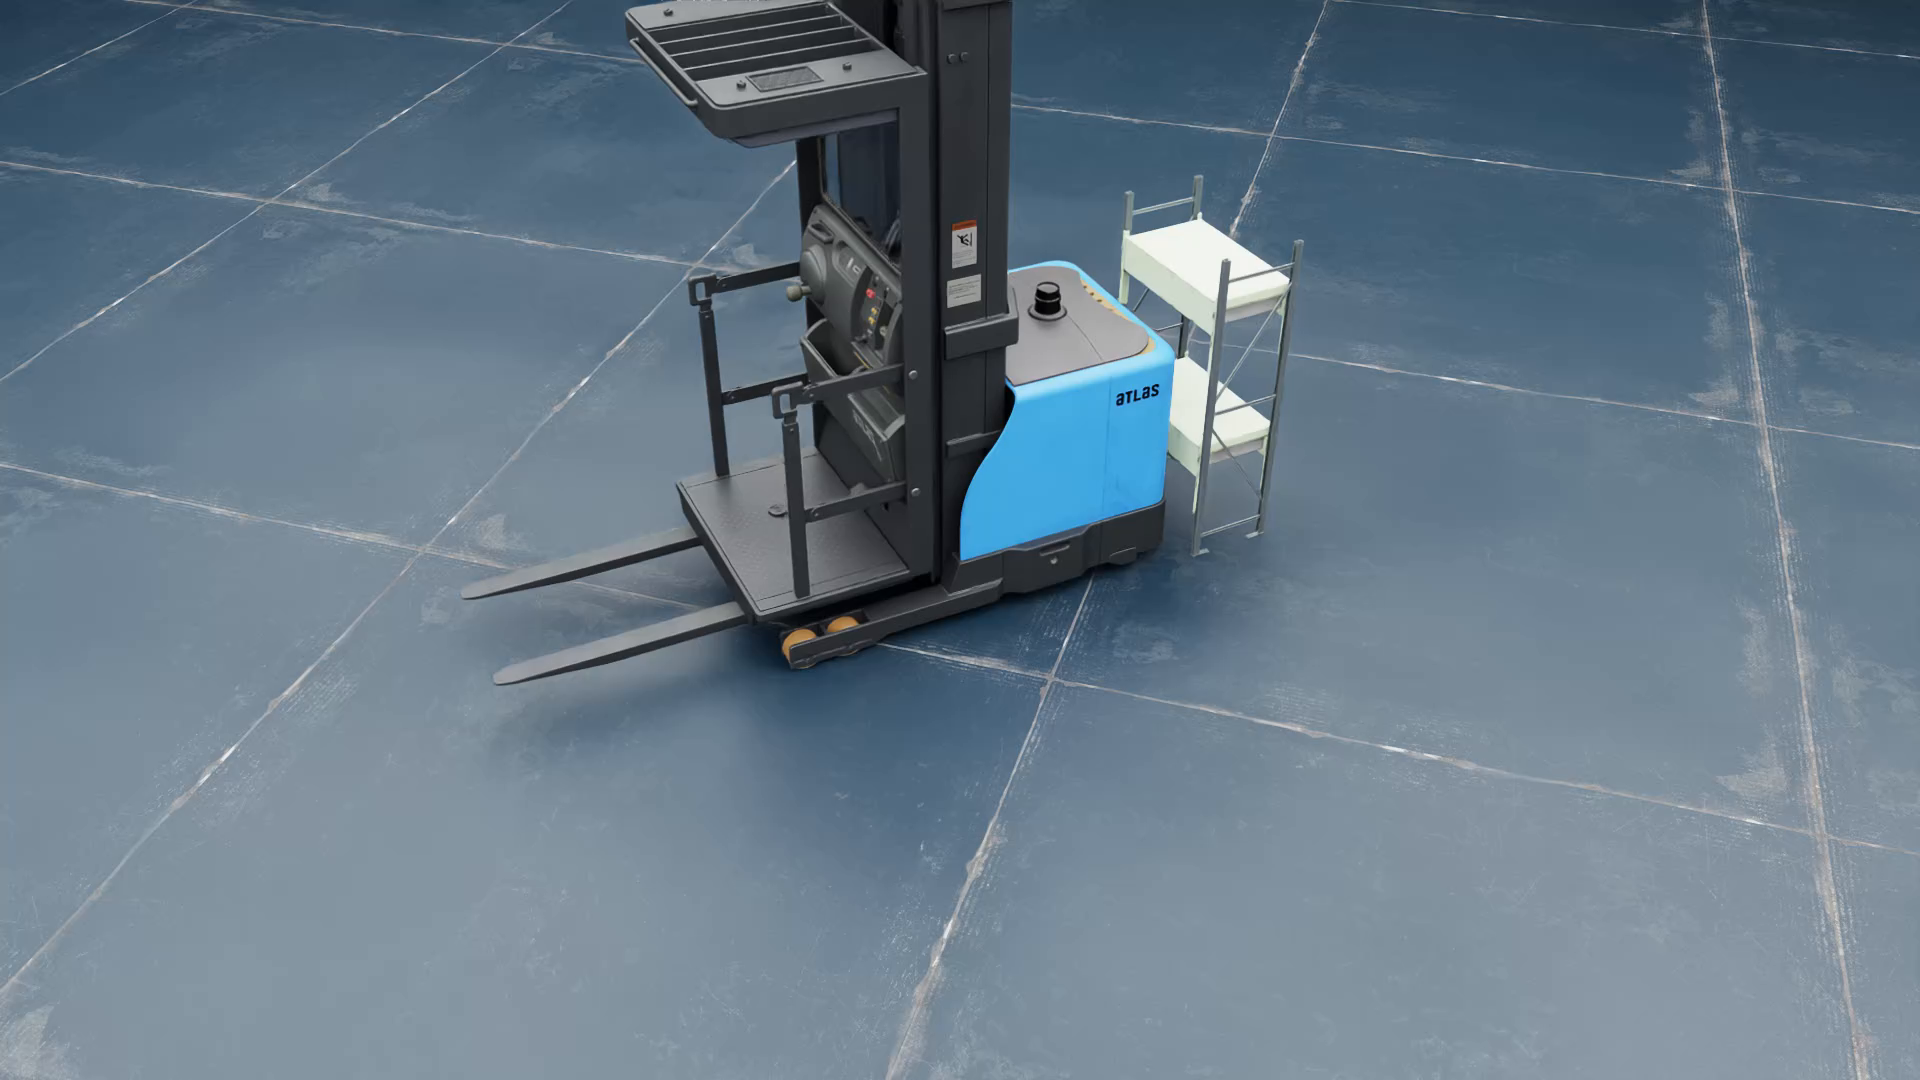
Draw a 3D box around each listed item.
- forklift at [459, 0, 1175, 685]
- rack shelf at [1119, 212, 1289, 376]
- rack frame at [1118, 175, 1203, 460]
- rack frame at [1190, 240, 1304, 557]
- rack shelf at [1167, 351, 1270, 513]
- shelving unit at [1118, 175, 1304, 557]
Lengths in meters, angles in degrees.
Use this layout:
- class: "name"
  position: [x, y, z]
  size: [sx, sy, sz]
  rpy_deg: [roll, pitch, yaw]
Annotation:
- class: "forklift"
  position: [-0.626, -0.996, 6.631]
  size: [3.031, 2.935, 1.130]
  rpy_deg: [-16, 39, -21]
- class: "rack shelf"
  position: [1.074, -1.091, 7.308]
  size: [0.431, 0.370, 0.720]
  rpy_deg: [-17, 40, -22]
- class: "rack frame"
  position: [0.902, -0.969, 7.799]
  size: [0.400, 1.500, 0.023]
  rpy_deg: [-17, 40, -22]
- class: "rack frame"
  position: [1.244, -0.585, 7.278]
  size: [0.400, 1.500, 0.023]
  rpy_deg: [-17, 40, -22]
- class: "rack shelf"
  position: [1.072, -0.514, 7.731]
  size: [0.431, 0.370, 0.720]
  rpy_deg: [-17, 40, -22]
- class: "shelving unit"
  position: [1.073, -0.777, 7.539]
  size: [0.431, 1.500, 0.755]
  rpy_deg: [-17, 40, -22]
